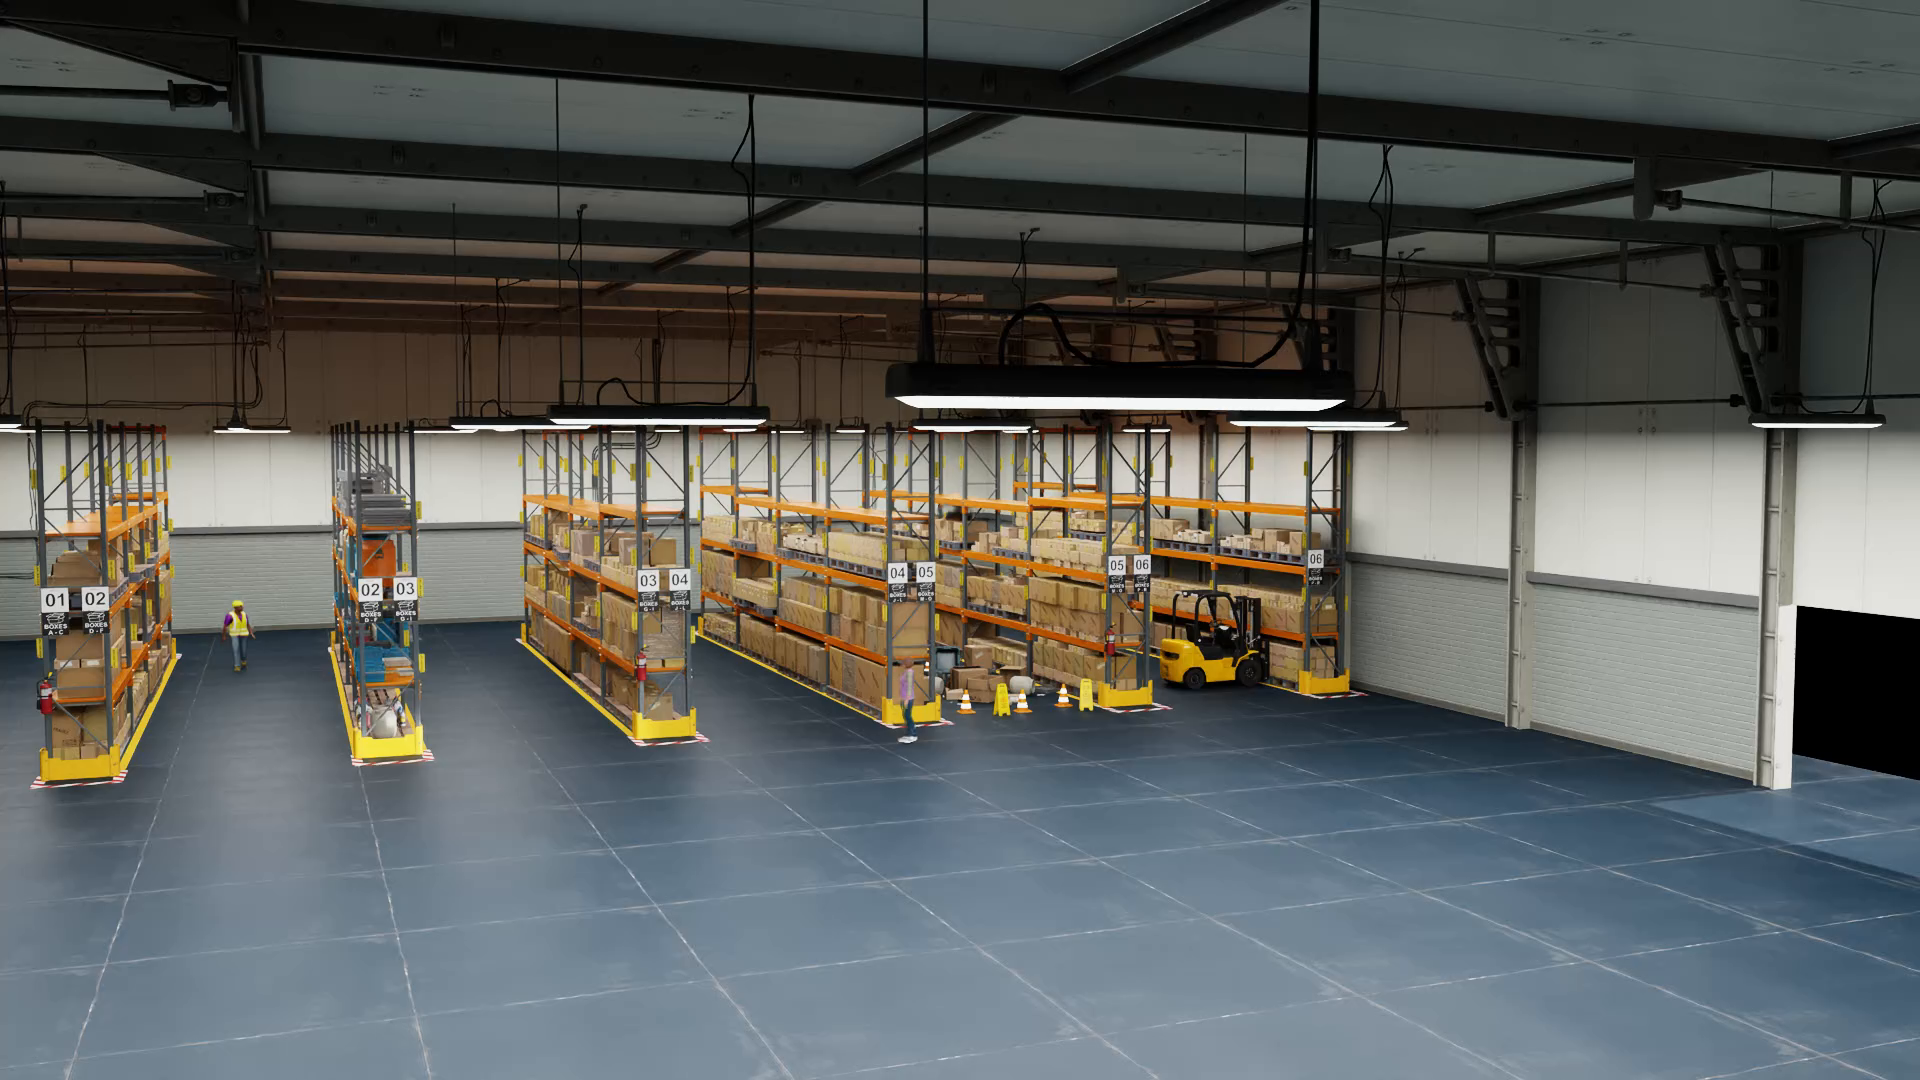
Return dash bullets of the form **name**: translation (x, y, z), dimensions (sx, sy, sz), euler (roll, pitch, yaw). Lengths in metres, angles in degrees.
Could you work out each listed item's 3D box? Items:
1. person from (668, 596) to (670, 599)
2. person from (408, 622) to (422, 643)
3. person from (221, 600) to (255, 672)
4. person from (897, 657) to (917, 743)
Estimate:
- **person**: translation (-7.746, 2.119, 44.782), dimensions (0.638, 1.649, 0.872), euler (-1, 4, -21)
- **person**: translation (-15.379, 2.002, 45.812), dimensions (1.027, 1.716, 0.583), euler (0, 4, 4)
- **person**: translation (-17.622, 2.334, 40.590), dimensions (0.760, 1.724, 1.080), euler (-2, 4, -26)
- **person**: translation (-0.987, 2.980, 31.091), dimensions (0.354, 1.612, 0.486), euler (-1, 4, -21)
